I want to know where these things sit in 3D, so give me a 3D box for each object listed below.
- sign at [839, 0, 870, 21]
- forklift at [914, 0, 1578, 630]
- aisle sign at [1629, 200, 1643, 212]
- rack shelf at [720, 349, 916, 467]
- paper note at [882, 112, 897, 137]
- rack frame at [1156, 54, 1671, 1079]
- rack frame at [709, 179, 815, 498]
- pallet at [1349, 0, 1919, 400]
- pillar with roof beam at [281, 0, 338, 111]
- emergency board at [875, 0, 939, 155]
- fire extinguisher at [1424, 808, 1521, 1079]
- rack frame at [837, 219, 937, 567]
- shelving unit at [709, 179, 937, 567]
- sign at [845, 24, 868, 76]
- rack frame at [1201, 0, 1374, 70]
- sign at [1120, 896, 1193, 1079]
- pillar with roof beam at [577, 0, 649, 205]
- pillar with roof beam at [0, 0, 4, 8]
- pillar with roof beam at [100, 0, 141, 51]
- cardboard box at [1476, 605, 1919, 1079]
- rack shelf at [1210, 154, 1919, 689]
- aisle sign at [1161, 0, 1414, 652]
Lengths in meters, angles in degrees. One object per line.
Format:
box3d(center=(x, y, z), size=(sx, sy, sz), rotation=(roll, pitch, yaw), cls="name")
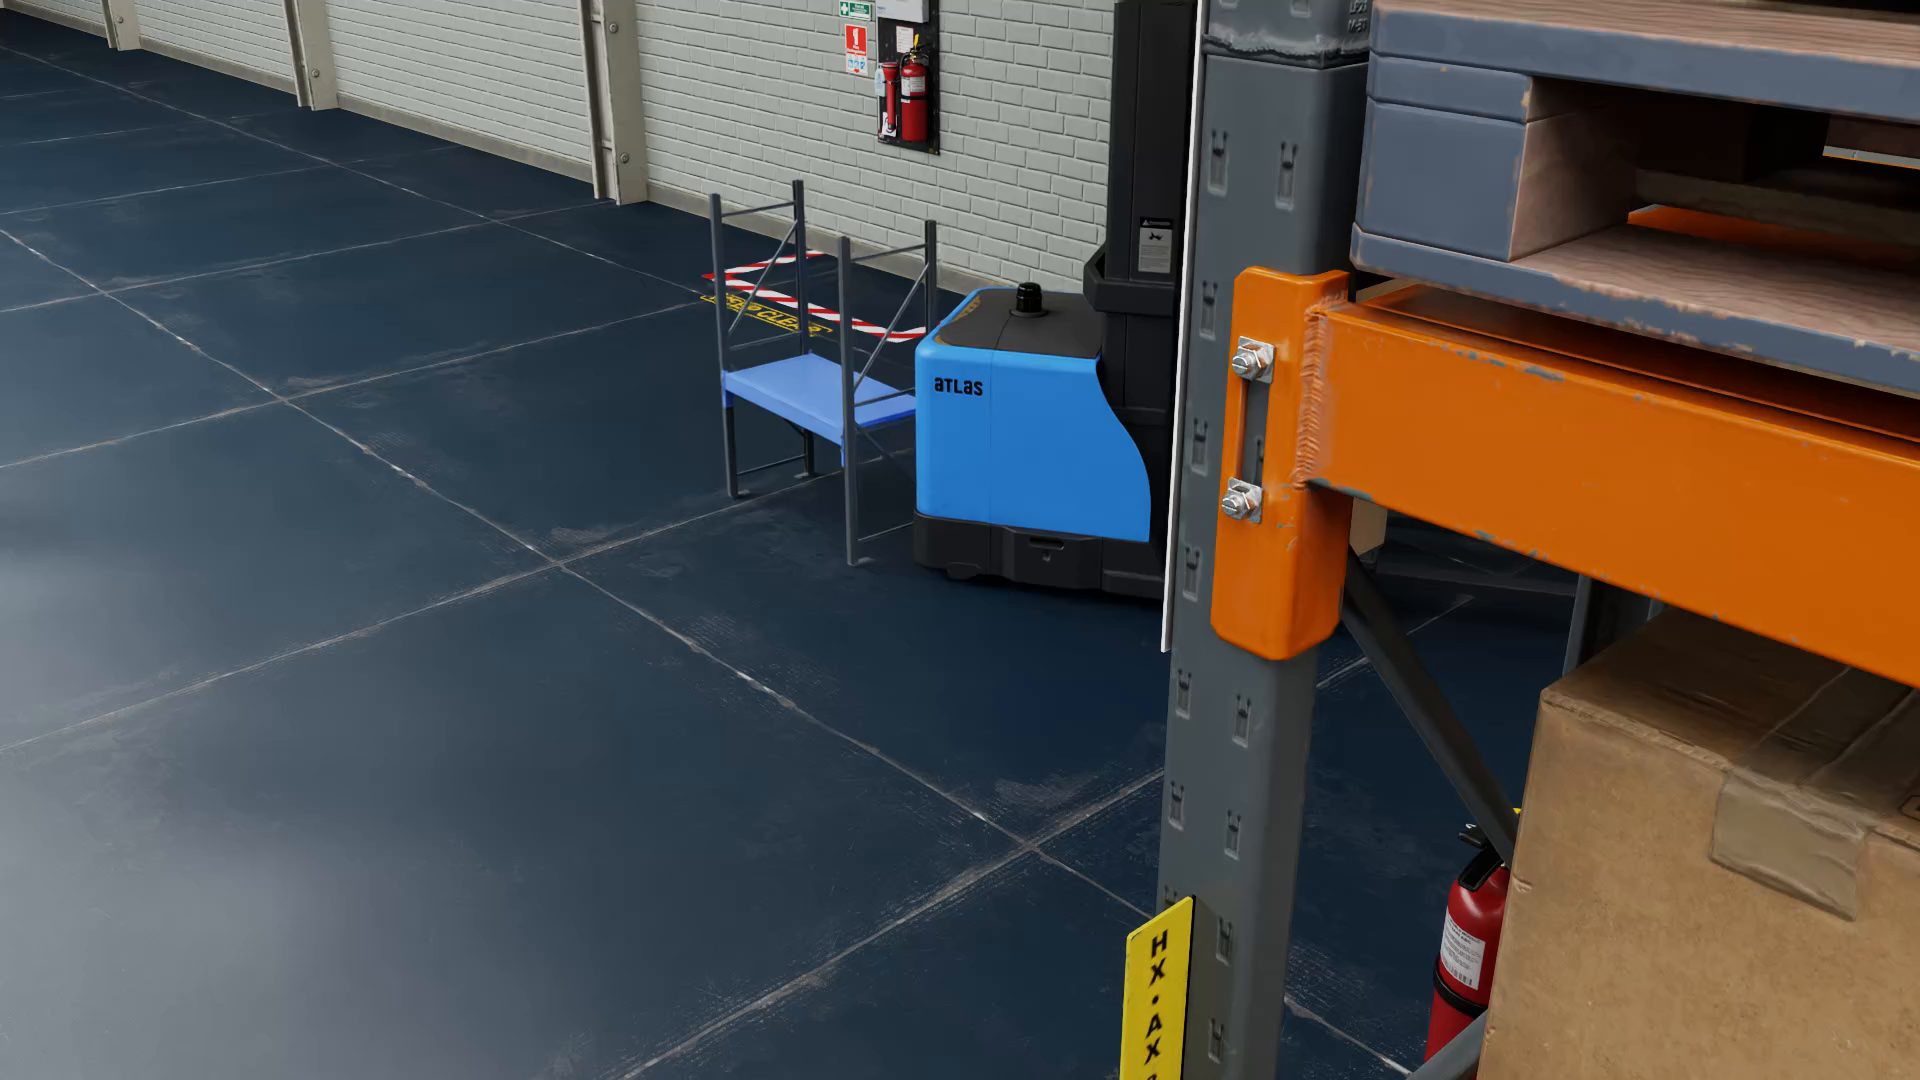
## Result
box3d(center=(-0.725, -3.651, 11.458), size=(0.001, 0.109, 0.331), rotation=(-21, 32, -38), cls="sign")
box3d(center=(1.372, -1.190, 6.827), size=(3.031, 2.935, 1.130), rotation=(7, 25, 15), cls="forklift")
box3d(center=(0.789, -0.470, 2.034), size=(0.394, 0.787, 0.004), rotation=(-21, 32, -38), cls="aisle sign")
box3d(center=(-0.625, -0.632, 7.761), size=(0.538, 0.185, 1.000), rotation=(-19, 30, -35), cls="rack shelf")
box3d(center=(-0.490, -2.873, 11.496), size=(0.016, 0.148, 0.142), rotation=(-21, 32, -38), cls="paper note")
box3d(center=(0.619, 0.816, 2.347), size=(1.000, 3.000, 0.127), rotation=(-21, 32, -38), cls="rack frame")
box3d(center=(-0.945, -0.959, 8.045), size=(0.500, 1.500, 0.032), rotation=(-19, 30, -35), cls="rack frame")
box3d(center=(1.084, -0.287, 1.257), size=(1.003, 0.211, 1.213), rotation=(-21, 32, -38), cls="pallet")
box3d(center=(-10.103, -7.585, 13.535), size=(9.100, 9.000, 0.400), rotation=(-21, 32, -38), cls="pillar with roof beam")
box3d(center=(-0.419, -3.201, 11.152), size=(0.194, 1.169, 0.643), rotation=(-21, 32, -38), cls="emergency board")
box3d(center=(0.878, 0.684, 2.730), size=(0.296, 0.674, 0.183), rotation=(-21, 32, -38), cls="fire extinguisher")
box3d(center=(-0.304, -0.631, 7.327), size=(0.500, 1.500, 0.032), rotation=(-19, 30, -35), cls="rack frame")
box3d(center=(-0.625, -0.795, 7.686), size=(0.538, 1.500, 1.048), rotation=(-19, 30, -35), cls="shelving unit")
box3d(center=(-0.722, -3.414, 11.576), size=(0.001, 0.329, 0.234), rotation=(-21, 32, -38), cls="sign")
box3d(center=(0.619, -1.913, 1.102), size=(1.000, 3.000, 0.127), rotation=(-21, 32, -38), cls="rack frame")
box3d(center=(0.210, 0.542, 1.810), size=(0.100, 0.325, 0.005), rotation=(-21, 32, -38), cls="sign")
box3d(center=(-6.002, -5.767, 9.550), size=(9.100, 9.000, 0.400), rotation=(-21, 32, -38), cls="pillar with roof beam")
box3d(center=(-18.305, -11.221, 21.504), size=(9.100, 9.000, 0.400), rotation=(-21, 32, -38), cls="pillar with roof beam")
box3d(center=(-14.204, -9.403, 17.519), size=(9.100, 9.000, 0.400), rotation=(-21, 32, -38), cls="pillar with roof beam")
box3d(center=(0.965, 0.341, 1.704), size=(0.700, 0.500, 0.500), rotation=(-21, 32, -38), cls="cardboard box")
box3d(center=(1.986, 0.385, 0.546), size=(1.077, 0.370, 4.000), rotation=(-21, 32, -38), cls="rack shelf")
box3d(center=(0.351, -0.300, 1.661), size=(0.394, 0.787, 0.004), rotation=(-21, 32, -38), cls="aisle sign")
